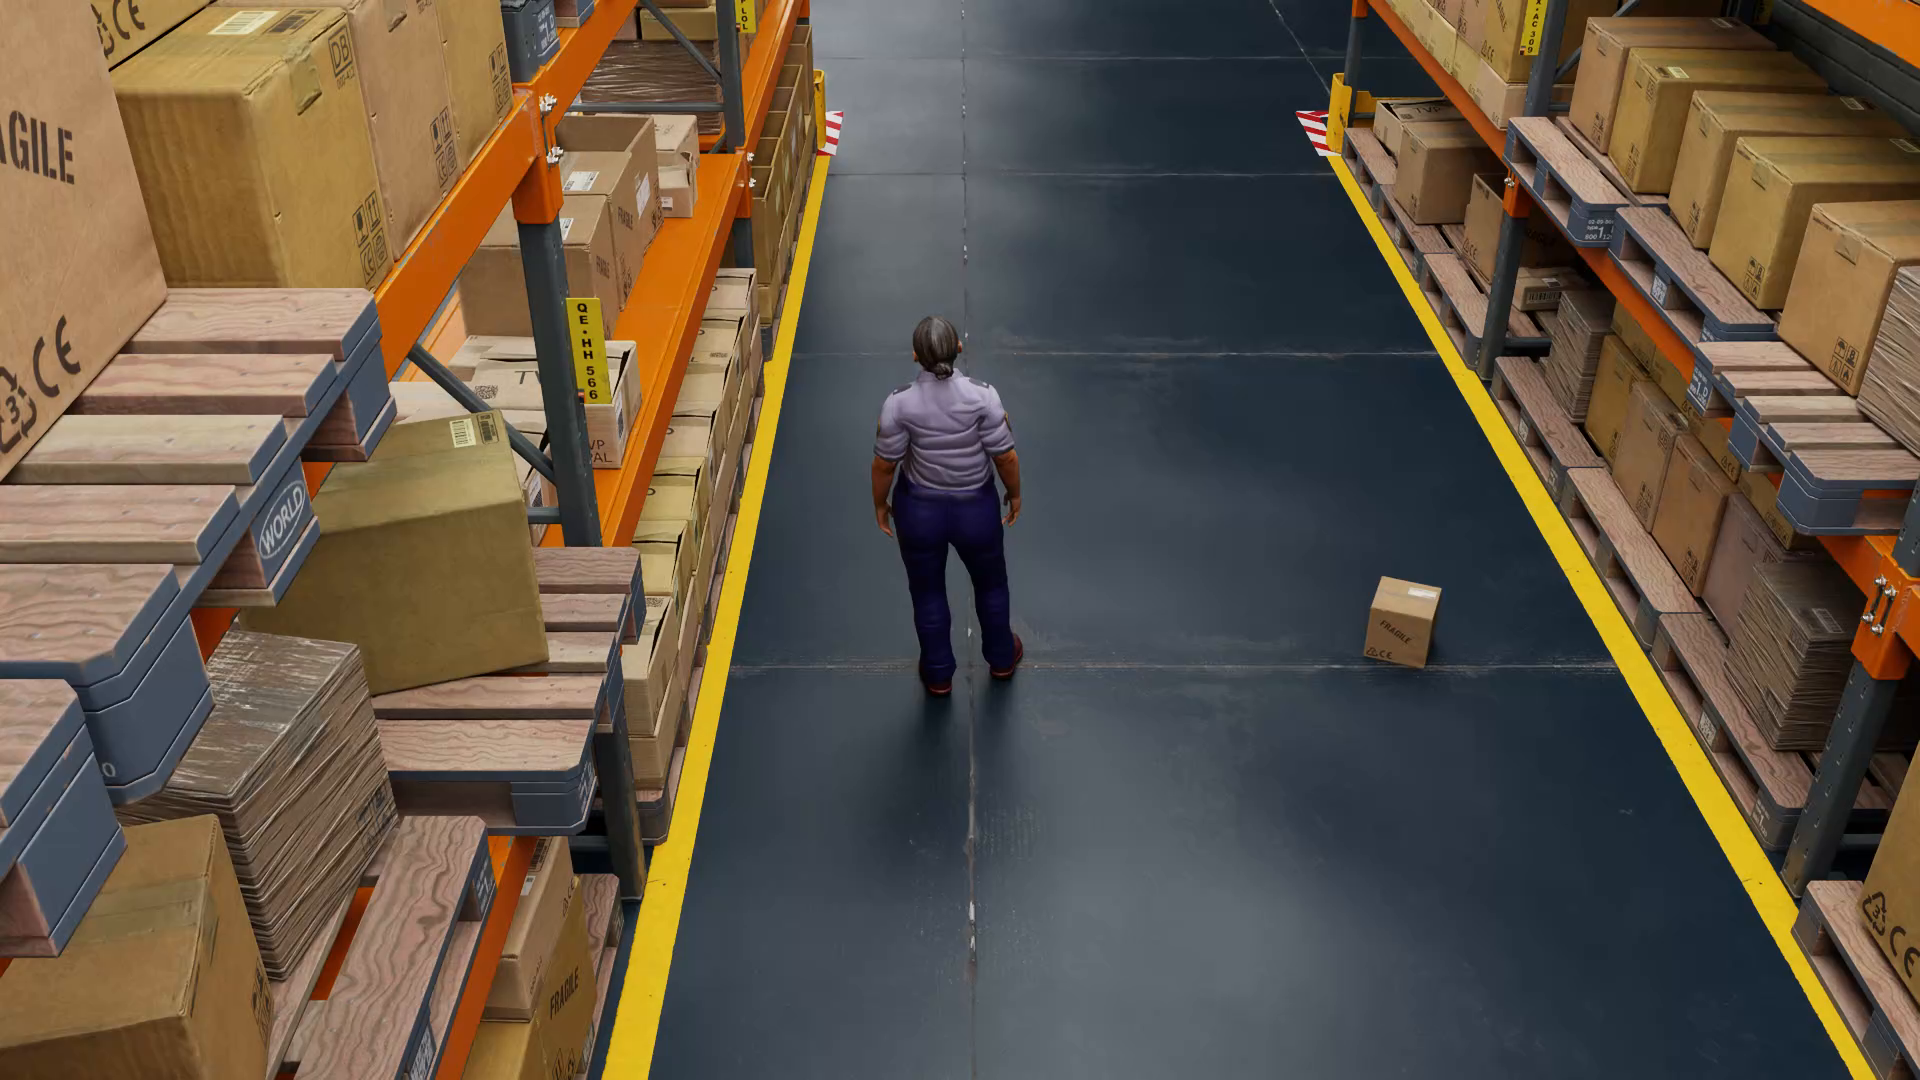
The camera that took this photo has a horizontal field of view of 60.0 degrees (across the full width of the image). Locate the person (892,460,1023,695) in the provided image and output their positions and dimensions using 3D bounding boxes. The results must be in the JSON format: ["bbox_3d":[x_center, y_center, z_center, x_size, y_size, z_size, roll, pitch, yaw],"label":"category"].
[{"bbox_3d":[0.003,0.113,6.534,0.525,1.032,0.500,0,32,-1],"label":"person"}]
